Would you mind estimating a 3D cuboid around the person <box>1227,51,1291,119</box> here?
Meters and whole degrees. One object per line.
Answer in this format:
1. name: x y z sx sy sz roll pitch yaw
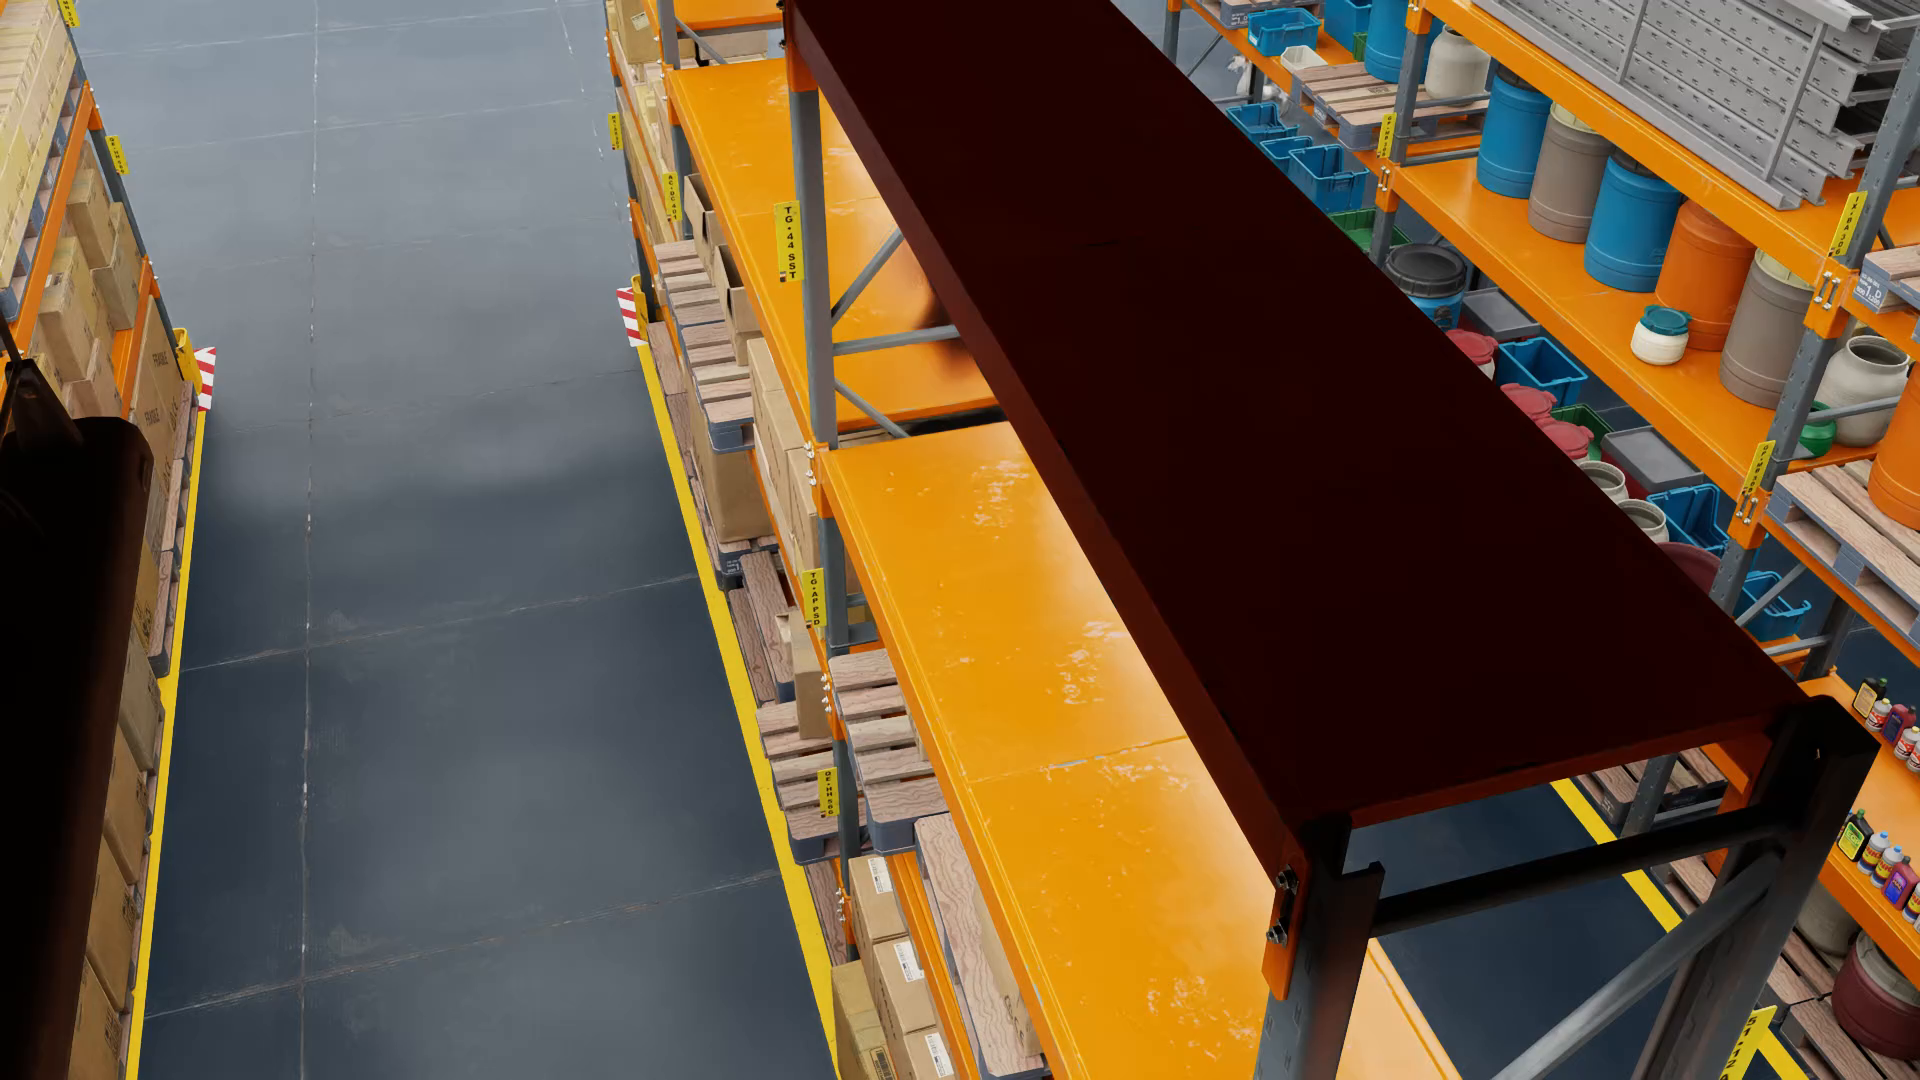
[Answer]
1. person: 3.218 -5.253 18.202 1.005 1.578 0.674 -5 39 -6
